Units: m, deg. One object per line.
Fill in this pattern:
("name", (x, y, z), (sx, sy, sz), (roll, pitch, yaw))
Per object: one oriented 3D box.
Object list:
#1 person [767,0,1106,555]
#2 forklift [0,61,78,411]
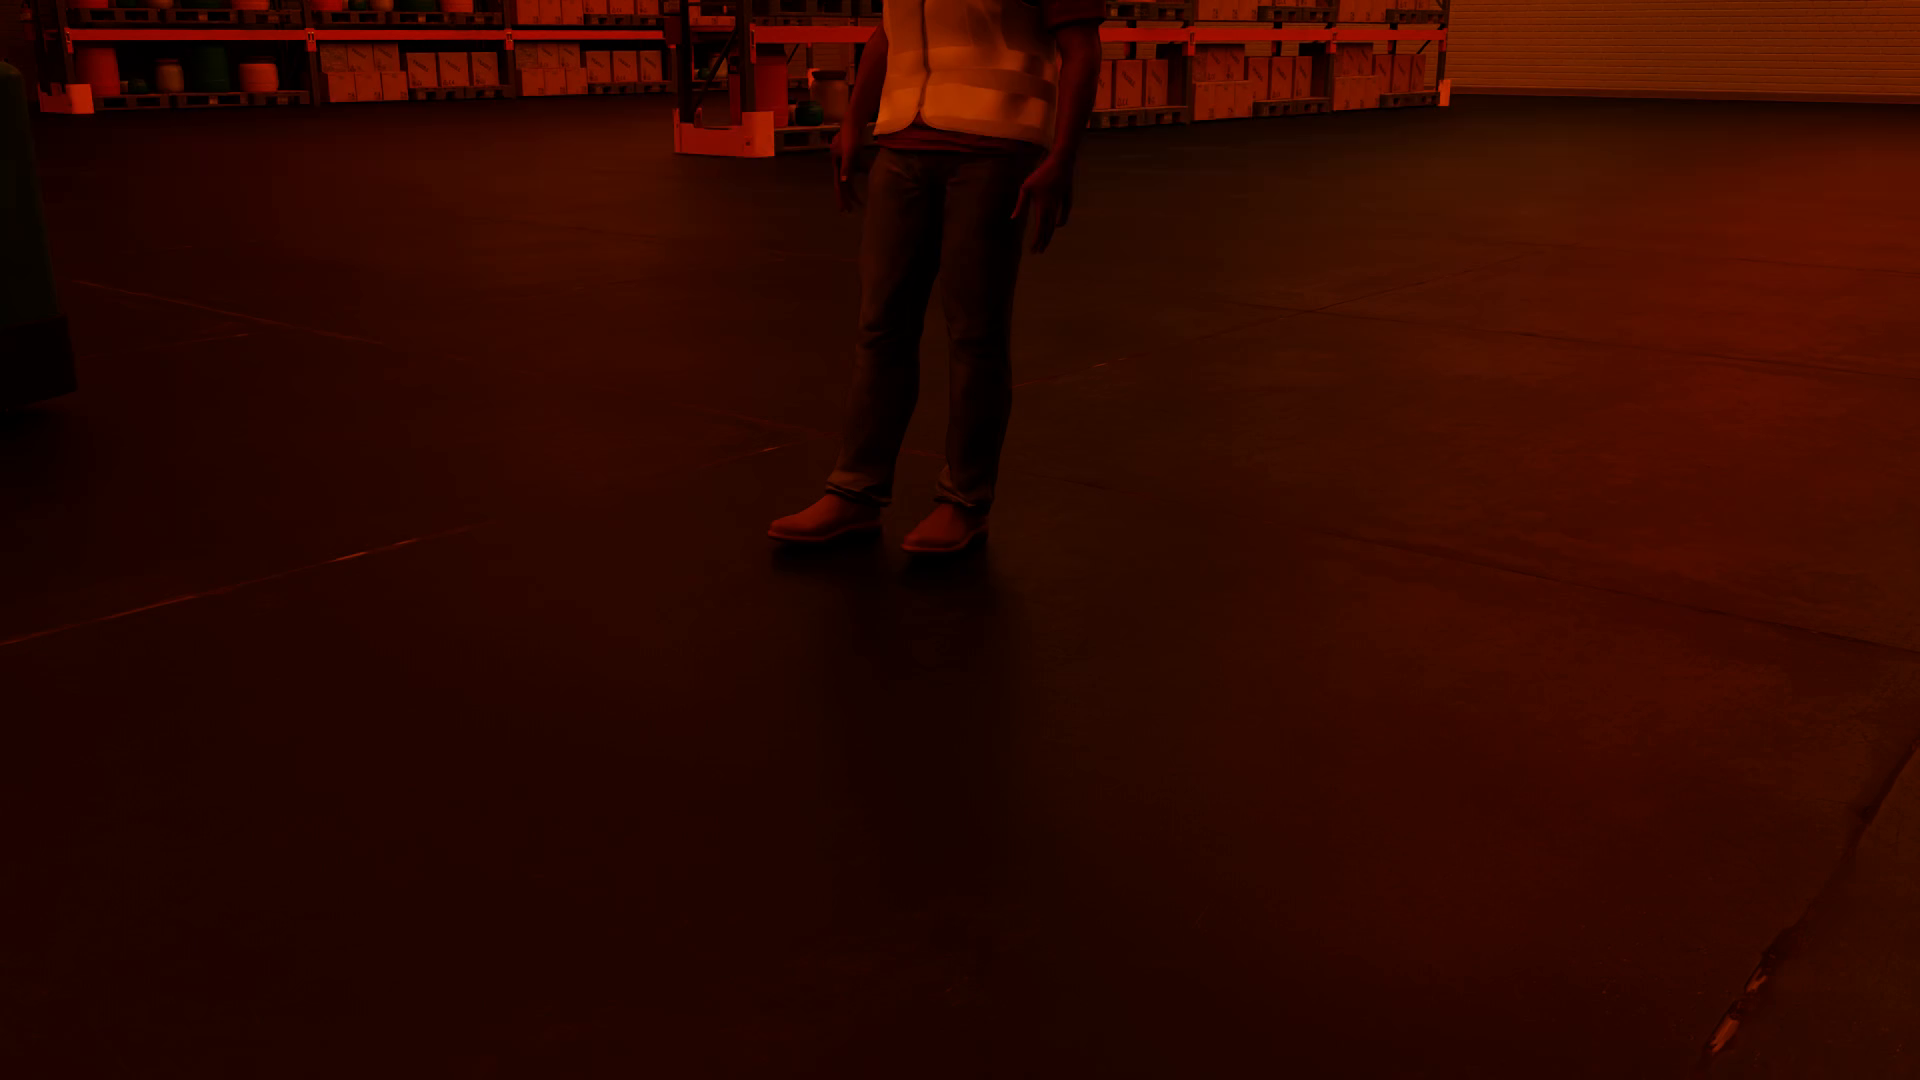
("person", (-0.049, -0.838, 3.636), (0.665, 1.765, 0.577), (13, 21, 37))
("forklift", (-4.361, -1.796, 4.812), (3.031, 2.935, 1.130), (5, 18, 15))
